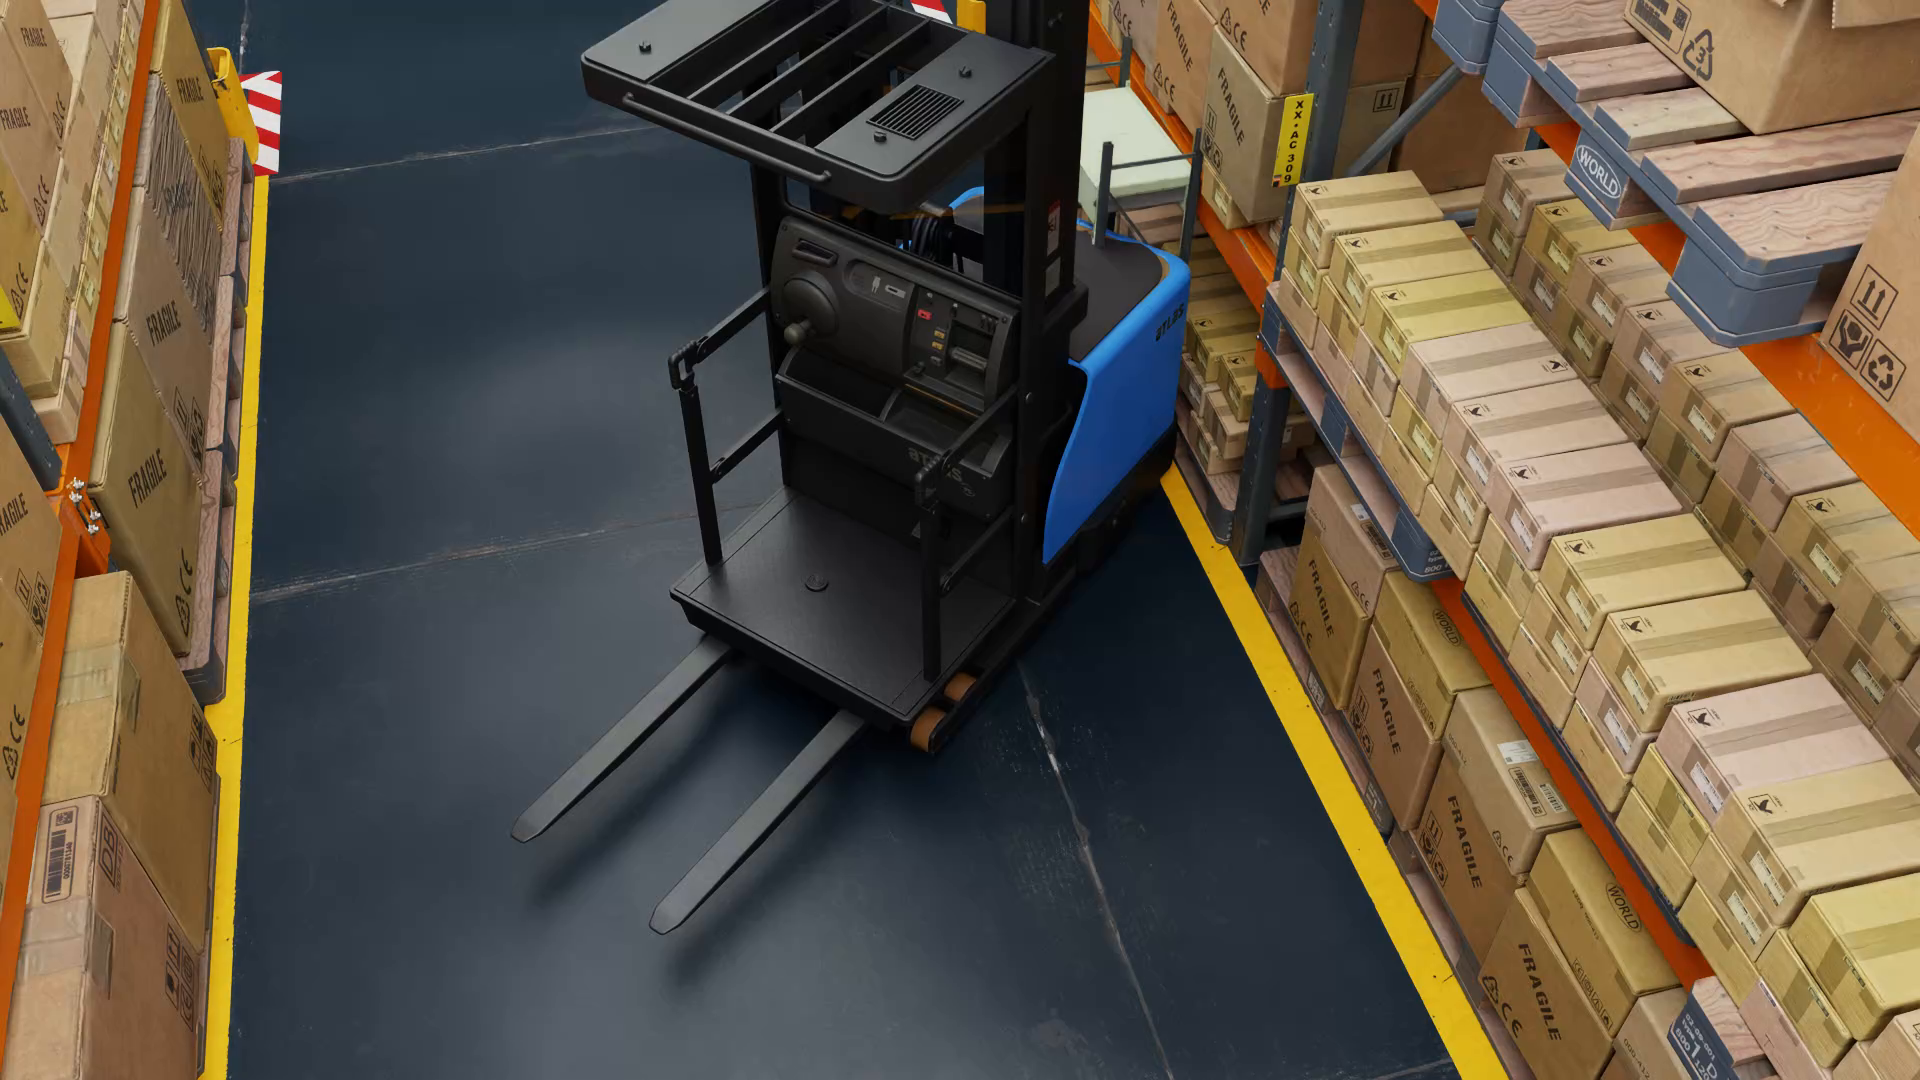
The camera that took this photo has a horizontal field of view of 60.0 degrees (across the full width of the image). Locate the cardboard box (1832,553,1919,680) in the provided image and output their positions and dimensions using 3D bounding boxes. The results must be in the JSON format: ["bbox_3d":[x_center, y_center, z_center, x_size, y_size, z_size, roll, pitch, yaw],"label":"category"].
[{"bbox_3d":[2.338,0.164,3.955,0.380,0.149,0.250,-9,46,-9],"label":"cardboard box"}]

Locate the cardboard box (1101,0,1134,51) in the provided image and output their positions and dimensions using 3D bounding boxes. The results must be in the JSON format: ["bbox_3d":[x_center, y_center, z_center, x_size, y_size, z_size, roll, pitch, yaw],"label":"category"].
[{"bbox_3d":[0.813,-2.202,6.984,0.380,0.149,0.250,-10,46,-10],"label":"cardboard box"}]

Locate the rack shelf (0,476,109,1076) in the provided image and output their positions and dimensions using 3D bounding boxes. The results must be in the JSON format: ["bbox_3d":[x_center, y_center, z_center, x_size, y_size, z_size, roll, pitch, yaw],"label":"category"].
[{"bbox_3d":[-2.726,1.401,3.781,1.077,0.370,4.000,-11,47,-10],"label":"rack shelf"}]

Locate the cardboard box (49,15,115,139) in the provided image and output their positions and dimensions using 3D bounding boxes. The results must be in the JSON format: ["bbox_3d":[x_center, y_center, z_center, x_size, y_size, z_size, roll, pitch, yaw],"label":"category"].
[{"bbox_3d":[-3.484,-1.699,6.211,0.500,0.250,0.500,-11,47,-10],"label":"cardboard box"}]

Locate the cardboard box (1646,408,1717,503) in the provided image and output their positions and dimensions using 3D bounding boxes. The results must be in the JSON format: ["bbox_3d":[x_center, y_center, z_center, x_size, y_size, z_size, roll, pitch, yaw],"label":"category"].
[{"bbox_3d":[2.144,-0.272,4.590,0.380,0.149,0.250,-13,47,-12],"label":"cardboard box"}]

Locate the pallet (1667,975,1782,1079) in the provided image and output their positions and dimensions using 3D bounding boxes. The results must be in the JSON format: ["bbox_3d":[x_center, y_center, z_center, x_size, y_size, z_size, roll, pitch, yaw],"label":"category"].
[{"bbox_3d":[2.321,1.287,3.523,1.213,0.211,1.003,-11,47,-10],"label":"pallet"}]

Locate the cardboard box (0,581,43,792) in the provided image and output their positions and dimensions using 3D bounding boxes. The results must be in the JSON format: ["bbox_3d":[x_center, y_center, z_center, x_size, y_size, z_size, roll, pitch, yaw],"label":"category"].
[{"bbox_3d":[-2.734,0.349,4.238,0.500,0.500,0.500,-9,46,-9],"label":"cardboard box"}]

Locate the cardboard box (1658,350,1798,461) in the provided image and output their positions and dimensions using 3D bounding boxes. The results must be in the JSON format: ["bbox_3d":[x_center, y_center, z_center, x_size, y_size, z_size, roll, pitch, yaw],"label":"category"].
[{"bbox_3d":[2.135,-0.379,4.487,0.380,0.149,0.250,-12,47,-12],"label":"cardboard box"}]

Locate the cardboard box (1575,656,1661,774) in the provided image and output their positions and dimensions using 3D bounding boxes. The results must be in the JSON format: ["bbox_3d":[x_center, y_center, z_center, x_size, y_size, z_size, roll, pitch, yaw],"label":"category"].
[{"bbox_3d":[1.708,0.381,3.950,0.380,0.149,0.250,-10,46,-9],"label":"cardboard box"}]

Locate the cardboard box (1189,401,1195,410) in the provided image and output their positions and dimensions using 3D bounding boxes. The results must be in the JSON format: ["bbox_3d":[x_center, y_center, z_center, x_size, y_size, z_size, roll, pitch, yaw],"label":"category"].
[{"bbox_3d":[1.167,-0.621,6.961,0.380,0.149,0.250,-10,46,-9],"label":"cardboard box"}]

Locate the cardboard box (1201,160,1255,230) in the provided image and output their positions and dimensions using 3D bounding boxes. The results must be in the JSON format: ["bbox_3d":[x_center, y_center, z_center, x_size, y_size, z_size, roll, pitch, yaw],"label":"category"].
[{"bbox_3d":[1.112,-1.294,6.093,0.380,0.149,0.250,-12,47,-11],"label":"cardboard box"}]

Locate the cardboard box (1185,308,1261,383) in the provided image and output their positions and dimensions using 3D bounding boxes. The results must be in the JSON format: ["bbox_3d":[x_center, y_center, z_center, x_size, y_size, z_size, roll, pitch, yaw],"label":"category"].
[{"bbox_3d":[1.136,-0.794,6.713,0.380,0.149,0.250,-10,46,-10],"label":"cardboard box"}]

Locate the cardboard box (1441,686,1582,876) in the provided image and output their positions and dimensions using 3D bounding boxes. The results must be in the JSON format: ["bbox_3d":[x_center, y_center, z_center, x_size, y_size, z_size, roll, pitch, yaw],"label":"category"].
[{"bbox_3d":[1.781,0.675,4.919,0.500,0.250,0.500,-9,46,-9],"label":"cardboard box"}]

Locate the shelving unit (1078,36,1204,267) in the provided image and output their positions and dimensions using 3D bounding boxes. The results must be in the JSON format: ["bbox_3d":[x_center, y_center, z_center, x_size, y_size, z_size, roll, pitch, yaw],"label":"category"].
[{"bbox_3d":[0.586,-1.168,6.812,0.431,1.500,0.755,-11,45,-13],"label":"shelving unit"}]

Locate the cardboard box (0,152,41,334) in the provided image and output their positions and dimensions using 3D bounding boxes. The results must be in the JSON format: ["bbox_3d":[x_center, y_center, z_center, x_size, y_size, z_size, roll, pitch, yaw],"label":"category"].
[{"bbox_3d":[-3.113,-0.924,4.927,0.500,0.500,0.500,-11,47,-10],"label":"cardboard box"}]

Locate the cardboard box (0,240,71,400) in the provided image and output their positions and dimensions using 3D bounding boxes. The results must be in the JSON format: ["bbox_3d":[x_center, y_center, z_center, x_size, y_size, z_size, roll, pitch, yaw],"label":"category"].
[{"bbox_3d":[-3.105,-0.656,5.189,0.500,0.250,0.500,-11,47,-11],"label":"cardboard box"}]

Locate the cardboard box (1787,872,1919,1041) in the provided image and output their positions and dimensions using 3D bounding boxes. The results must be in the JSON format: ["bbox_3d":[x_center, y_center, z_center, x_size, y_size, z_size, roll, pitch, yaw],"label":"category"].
[{"bbox_3d":[1.909,0.816,3.315,0.380,0.149,0.250,-9,46,-9],"label":"cardboard box"}]

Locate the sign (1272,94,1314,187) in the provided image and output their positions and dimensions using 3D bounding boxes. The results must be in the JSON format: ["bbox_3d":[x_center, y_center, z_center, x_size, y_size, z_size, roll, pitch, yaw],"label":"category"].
[{"bbox_3d":[1.060,-1.268,5.286,0.100,0.325,0.005,-11,47,-10],"label":"sign"}]

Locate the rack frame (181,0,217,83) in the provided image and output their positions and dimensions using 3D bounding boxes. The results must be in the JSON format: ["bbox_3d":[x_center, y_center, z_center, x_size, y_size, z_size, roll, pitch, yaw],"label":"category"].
[{"bbox_3d":[-4.262,-2.994,7.584,1.000,3.000,0.127,-11,47,-10],"label":"rack frame"}]

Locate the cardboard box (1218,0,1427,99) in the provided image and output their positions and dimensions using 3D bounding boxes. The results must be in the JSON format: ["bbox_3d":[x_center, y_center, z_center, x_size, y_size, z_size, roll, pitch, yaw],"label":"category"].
[{"bbox_3d":[1.201,-1.833,5.468,0.500,0.500,0.500,-12,47,-12],"label":"cardboard box"}]

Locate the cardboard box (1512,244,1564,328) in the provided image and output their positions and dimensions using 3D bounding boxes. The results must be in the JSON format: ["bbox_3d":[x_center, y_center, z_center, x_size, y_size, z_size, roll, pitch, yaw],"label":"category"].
[{"bbox_3d":[1.944,-0.812,5.119,0.380,0.149,0.250,-10,46,-10],"label":"cardboard box"}]

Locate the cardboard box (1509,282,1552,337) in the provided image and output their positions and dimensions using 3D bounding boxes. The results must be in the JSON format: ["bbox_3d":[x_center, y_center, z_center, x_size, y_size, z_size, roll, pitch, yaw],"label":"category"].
[{"bbox_3d":[1.943,-0.711,5.228,0.380,0.149,0.250,-10,47,-10],"label":"cardboard box"}]

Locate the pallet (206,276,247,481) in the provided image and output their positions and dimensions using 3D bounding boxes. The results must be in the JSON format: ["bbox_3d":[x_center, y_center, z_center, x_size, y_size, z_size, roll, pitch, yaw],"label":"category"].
[{"bbox_3d":[-3.673,-0.639,7.229,1.003,0.211,1.213,-11,47,-10],"label":"pallet"}]

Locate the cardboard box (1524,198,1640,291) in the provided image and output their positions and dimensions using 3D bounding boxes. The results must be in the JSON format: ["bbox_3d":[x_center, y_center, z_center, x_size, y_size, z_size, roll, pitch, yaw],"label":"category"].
[{"bbox_3d":[1.944,-0.910,5.007,0.380,0.149,0.250,-12,47,-12],"label":"cardboard box"}]

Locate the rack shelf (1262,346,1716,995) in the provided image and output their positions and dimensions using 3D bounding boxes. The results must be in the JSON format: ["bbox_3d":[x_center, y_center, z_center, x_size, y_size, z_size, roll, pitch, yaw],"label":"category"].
[{"bbox_3d":[2.095,0.563,4.601,1.077,0.370,4.000,-11,47,-10],"label":"rack shelf"}]

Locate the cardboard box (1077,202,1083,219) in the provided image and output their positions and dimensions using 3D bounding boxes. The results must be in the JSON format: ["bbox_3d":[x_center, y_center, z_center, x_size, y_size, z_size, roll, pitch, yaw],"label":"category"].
[{"bbox_3d":[0.696,-1.681,7.999,0.380,0.149,0.250,-13,47,-12],"label":"cardboard box"}]

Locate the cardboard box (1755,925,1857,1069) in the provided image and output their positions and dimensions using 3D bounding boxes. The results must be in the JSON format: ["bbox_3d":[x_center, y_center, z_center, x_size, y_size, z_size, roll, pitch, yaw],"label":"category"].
[{"bbox_3d":[1.900,0.906,3.435,0.380,0.149,0.250,-10,46,-9],"label":"cardboard box"}]

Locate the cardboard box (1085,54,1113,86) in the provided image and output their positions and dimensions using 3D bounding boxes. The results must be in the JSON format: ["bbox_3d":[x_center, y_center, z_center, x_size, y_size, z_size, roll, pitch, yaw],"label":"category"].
[{"bbox_3d":[0.635,-2.243,8.133,0.380,0.149,0.250,-13,47,-12],"label":"cardboard box"}]

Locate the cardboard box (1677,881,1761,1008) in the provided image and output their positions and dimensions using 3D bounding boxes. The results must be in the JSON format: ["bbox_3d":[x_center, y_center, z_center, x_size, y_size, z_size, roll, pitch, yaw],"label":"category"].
[{"bbox_3d":[1.848,0.855,3.694,0.380,0.149,0.250,-11,47,-11],"label":"cardboard box"}]

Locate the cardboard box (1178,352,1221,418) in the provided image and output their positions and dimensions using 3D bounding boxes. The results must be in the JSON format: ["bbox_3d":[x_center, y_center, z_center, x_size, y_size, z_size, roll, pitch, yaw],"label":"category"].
[{"bbox_3d":[1.113,-0.666,6.797,0.380,0.149,0.250,-13,47,-12],"label":"cardboard box"}]

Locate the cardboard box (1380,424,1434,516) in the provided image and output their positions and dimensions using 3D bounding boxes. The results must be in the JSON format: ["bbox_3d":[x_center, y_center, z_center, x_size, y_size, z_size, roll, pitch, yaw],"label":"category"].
[{"bbox_3d":[1.439,-0.235,4.762,0.380,0.149,0.250,-10,46,-10],"label":"cardboard box"}]

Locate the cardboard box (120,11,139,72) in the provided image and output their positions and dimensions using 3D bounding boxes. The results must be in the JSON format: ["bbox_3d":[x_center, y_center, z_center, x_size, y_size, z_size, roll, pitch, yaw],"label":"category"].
[{"bbox_3d":[-3.590,-2.015,6.801,0.380,0.149,0.250,-12,47,-11],"label":"cardboard box"}]

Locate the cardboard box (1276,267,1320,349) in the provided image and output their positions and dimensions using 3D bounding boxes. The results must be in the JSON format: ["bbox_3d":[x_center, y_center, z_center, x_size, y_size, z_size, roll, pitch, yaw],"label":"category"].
[{"bbox_3d":[1.239,-0.772,5.288,0.380,0.149,0.250,-13,47,-12],"label":"cardboard box"}]

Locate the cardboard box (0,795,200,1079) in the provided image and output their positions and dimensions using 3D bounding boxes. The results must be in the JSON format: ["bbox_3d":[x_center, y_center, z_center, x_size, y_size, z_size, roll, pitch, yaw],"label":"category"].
[{"bbox_3d":[-2.825,1.420,4.452,1.225,0.875,0.875,-12,47,-12],"label":"cardboard box"}]

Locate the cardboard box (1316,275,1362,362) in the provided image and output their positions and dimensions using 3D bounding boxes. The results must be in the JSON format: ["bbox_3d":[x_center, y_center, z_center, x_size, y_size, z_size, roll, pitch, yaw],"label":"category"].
[{"bbox_3d":[1.307,-0.698,5.007,0.380,0.149,0.250,-12,47,-11],"label":"cardboard box"}]

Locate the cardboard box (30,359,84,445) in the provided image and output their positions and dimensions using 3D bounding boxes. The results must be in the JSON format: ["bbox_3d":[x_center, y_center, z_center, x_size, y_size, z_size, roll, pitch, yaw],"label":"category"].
[{"bbox_3d":[-2.992,-0.409,5.227,0.380,0.149,0.250,-11,47,-10],"label":"cardboard box"}]

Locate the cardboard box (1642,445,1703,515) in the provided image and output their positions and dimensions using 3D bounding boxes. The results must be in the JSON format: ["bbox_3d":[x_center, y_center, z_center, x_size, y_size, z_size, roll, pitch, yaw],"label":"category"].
[{"bbox_3d":[2.145,-0.174,4.703,0.380,0.149,0.250,-13,47,-12],"label":"cardboard box"}]

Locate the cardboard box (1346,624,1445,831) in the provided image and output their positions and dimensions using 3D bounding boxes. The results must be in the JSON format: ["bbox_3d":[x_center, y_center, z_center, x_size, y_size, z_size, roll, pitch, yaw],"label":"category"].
[{"bbox_3d":[1.652,0.582,5.535,0.500,0.500,0.500,-9,46,-9],"label":"cardboard box"}]

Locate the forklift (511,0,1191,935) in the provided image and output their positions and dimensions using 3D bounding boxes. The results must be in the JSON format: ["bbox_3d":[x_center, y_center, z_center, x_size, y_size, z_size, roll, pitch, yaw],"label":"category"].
[{"bbox_3d":[-0.355,-0.655,5.340,1.130,2.935,3.031,26,51,23],"label":"forklift"}]

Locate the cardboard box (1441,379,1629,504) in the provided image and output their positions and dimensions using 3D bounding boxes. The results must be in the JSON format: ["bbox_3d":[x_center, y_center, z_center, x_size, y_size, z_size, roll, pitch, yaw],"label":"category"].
[{"bbox_3d":[1.507,-0.262,4.372,0.380,0.149,0.250,-11,47,-11],"label":"cardboard box"}]

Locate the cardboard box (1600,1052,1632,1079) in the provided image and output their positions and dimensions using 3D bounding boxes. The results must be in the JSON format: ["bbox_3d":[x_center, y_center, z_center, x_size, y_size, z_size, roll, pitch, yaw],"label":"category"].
[{"bbox_3d":[2.056,1.655,4.484,0.500,0.500,0.500,-9,46,-9],"label":"cardboard box"}]

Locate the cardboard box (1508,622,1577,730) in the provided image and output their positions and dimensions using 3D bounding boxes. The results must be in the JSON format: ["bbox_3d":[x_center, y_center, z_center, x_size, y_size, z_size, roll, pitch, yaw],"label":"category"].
[{"bbox_3d":[1.640,0.303,4.235,0.380,0.149,0.250,-13,47,-12],"label":"cardboard box"}]

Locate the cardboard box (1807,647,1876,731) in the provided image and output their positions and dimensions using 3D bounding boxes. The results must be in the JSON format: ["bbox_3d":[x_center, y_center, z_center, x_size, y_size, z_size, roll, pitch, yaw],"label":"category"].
[{"bbox_3d":[2.346,0.373,4.167,0.380,0.149,0.250,-10,46,-10],"label":"cardboard box"}]

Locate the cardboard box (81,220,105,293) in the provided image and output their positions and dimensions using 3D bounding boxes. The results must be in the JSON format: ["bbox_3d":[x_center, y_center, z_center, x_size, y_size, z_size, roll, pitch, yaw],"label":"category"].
[{"bbox_3d":[-3.196,-0.954,5.760,0.380,0.149,0.250,-12,47,-11],"label":"cardboard box"}]

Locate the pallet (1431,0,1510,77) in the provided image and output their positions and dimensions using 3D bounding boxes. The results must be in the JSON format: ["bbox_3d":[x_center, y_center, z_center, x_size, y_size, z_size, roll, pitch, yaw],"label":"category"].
[{"bbox_3d":[1.638,-1.608,4.257,1.213,0.211,1.003,-11,47,-10],"label":"pallet"}]

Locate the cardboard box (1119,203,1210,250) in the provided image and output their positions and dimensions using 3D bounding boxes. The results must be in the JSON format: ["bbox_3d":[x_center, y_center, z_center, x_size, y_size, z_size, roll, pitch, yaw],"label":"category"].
[{"bbox_3d":[0.916,-1.328,7.237,0.380,0.149,0.250,-13,47,-12],"label":"cardboard box"}]

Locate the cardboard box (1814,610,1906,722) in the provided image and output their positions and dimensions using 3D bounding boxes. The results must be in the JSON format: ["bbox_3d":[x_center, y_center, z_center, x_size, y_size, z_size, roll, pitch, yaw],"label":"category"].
[{"bbox_3d":[2.346,0.270,4.059,0.380,0.149,0.250,-11,47,-11],"label":"cardboard box"}]

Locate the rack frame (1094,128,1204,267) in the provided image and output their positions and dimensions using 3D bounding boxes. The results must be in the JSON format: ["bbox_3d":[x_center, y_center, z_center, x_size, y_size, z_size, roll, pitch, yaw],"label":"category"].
[{"bbox_3d":[0.696,-0.925,6.561,0.400,1.500,0.023,-11,45,-13],"label":"rack frame"}]

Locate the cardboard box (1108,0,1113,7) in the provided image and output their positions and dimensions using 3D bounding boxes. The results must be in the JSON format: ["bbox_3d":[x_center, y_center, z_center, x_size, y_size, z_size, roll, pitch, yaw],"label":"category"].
[{"bbox_3d":[0.818,-2.553,6.874,0.500,0.500,0.500,-12,47,-11],"label":"cardboard box"}]

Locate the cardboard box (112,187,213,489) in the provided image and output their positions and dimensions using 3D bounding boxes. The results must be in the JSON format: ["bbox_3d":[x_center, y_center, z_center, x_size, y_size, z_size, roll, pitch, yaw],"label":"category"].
[{"bbox_3d":[-3.560,-0.727,6.556,0.875,0.875,0.875,-11,47,-10],"label":"cardboard box"}]

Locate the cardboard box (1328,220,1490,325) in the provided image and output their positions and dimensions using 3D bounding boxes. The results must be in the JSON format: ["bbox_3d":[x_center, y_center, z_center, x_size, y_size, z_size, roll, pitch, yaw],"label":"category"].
[{"bbox_3d":[1.316,-0.789,4.888,0.380,0.149,0.250,-10,46,-9],"label":"cardboard box"}]

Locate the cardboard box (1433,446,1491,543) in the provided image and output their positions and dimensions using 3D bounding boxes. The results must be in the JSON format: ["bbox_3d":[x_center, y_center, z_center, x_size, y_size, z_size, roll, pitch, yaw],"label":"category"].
[{"bbox_3d":[1.512,-0.154,4.475,0.380,0.149,0.250,-9,46,-9],"label":"cardboard box"}]

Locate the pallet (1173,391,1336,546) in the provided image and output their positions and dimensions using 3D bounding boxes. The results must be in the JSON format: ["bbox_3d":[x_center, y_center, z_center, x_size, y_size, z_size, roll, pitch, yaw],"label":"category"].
[{"bbox_3d":[1.377,-0.550,7.142,1.003,0.211,1.213,-11,47,-10],"label":"pallet"}]

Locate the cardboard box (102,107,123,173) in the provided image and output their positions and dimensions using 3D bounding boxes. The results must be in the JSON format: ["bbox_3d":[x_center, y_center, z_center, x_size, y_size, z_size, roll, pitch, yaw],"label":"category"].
[{"bbox_3d":[-3.393,-1.485,6.281,0.380,0.149,0.250,-12,47,-11],"label":"cardboard box"}]

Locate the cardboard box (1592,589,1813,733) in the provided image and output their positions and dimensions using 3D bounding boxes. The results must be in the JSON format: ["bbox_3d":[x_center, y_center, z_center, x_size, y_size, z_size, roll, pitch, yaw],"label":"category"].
[{"bbox_3d":[1.709,0.277,3.843,0.380,0.149,0.250,-9,46,-8],"label":"cardboard box"}]

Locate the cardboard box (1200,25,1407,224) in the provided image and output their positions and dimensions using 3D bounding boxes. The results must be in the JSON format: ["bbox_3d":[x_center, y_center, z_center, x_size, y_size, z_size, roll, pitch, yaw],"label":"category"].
[{"bbox_3d":[1.186,-1.491,5.832,0.500,0.500,0.500,-11,47,-10],"label":"cardboard box"}]
